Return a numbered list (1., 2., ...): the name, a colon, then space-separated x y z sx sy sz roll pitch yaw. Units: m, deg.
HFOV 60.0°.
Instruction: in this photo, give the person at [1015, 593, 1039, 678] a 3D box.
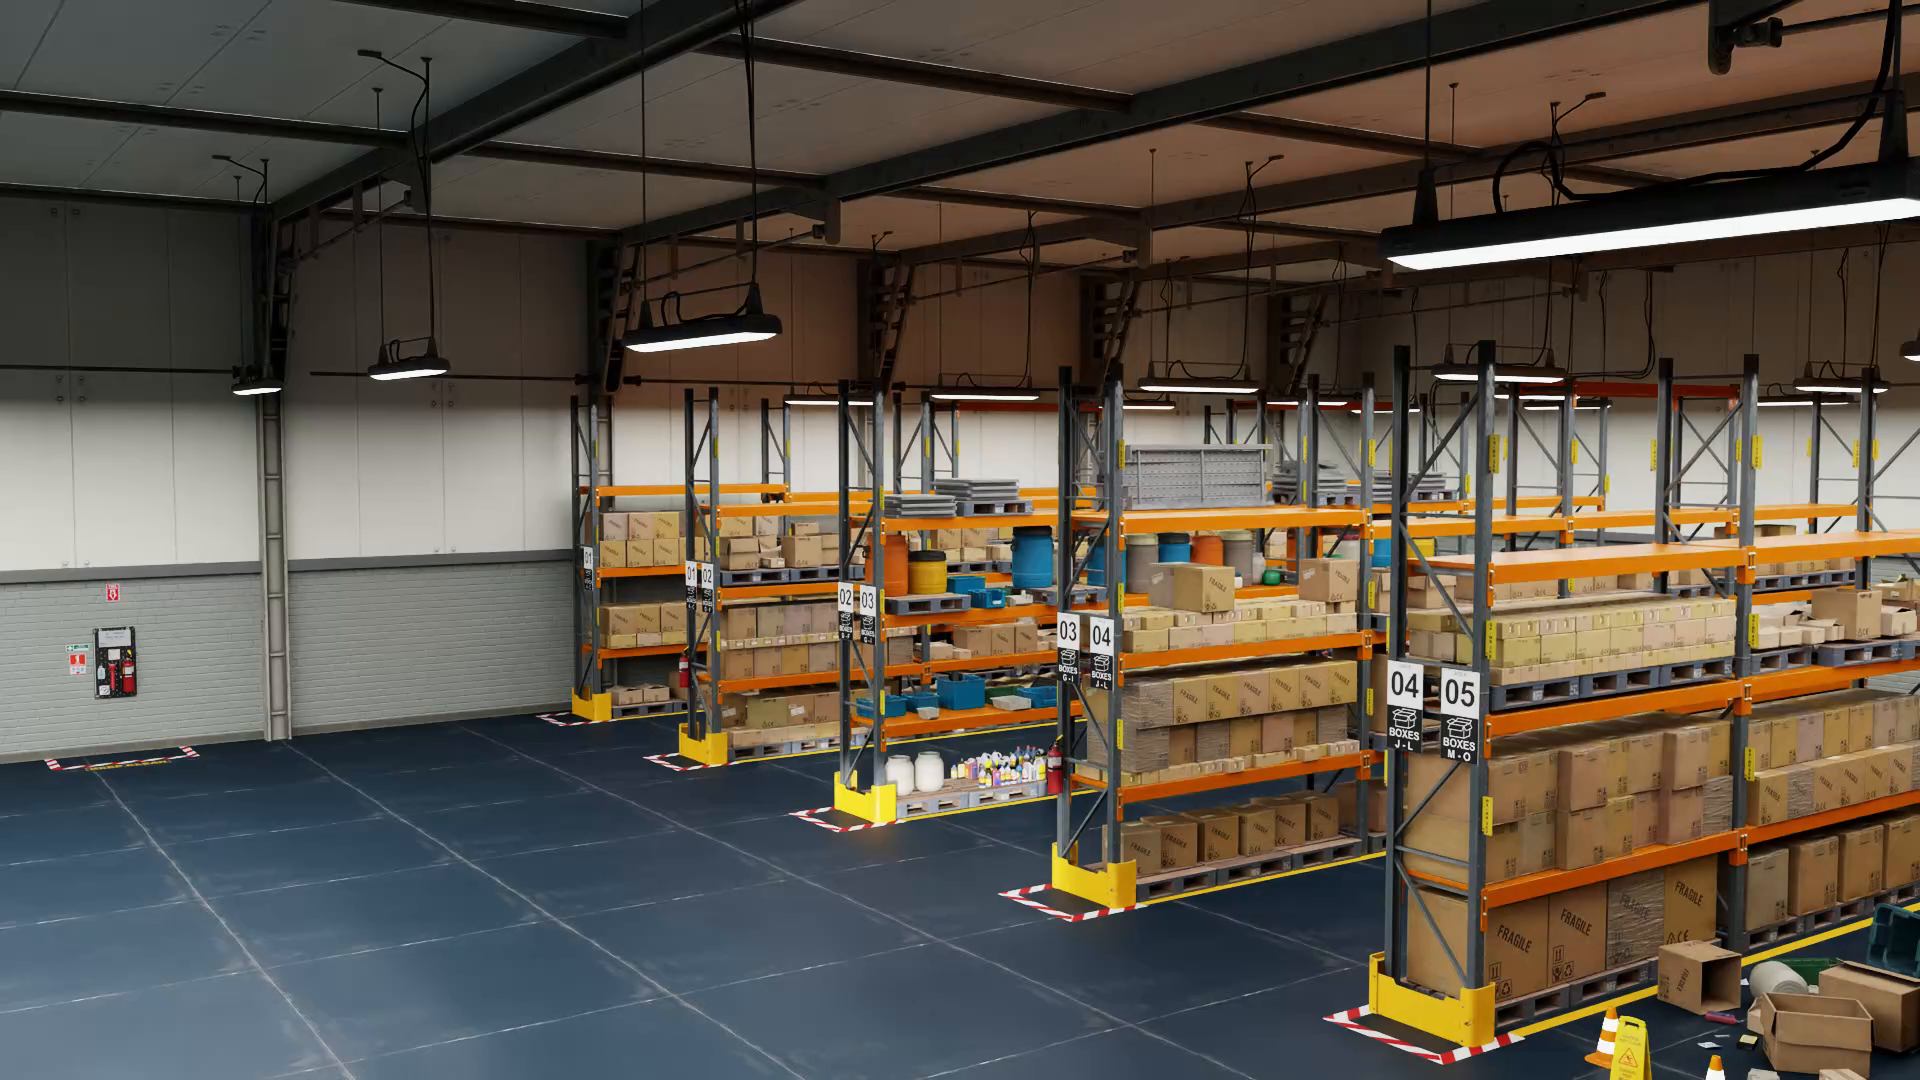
1. person: 1.357 1.994 34.774 0.576 1.794 0.404 -1 4 -21
